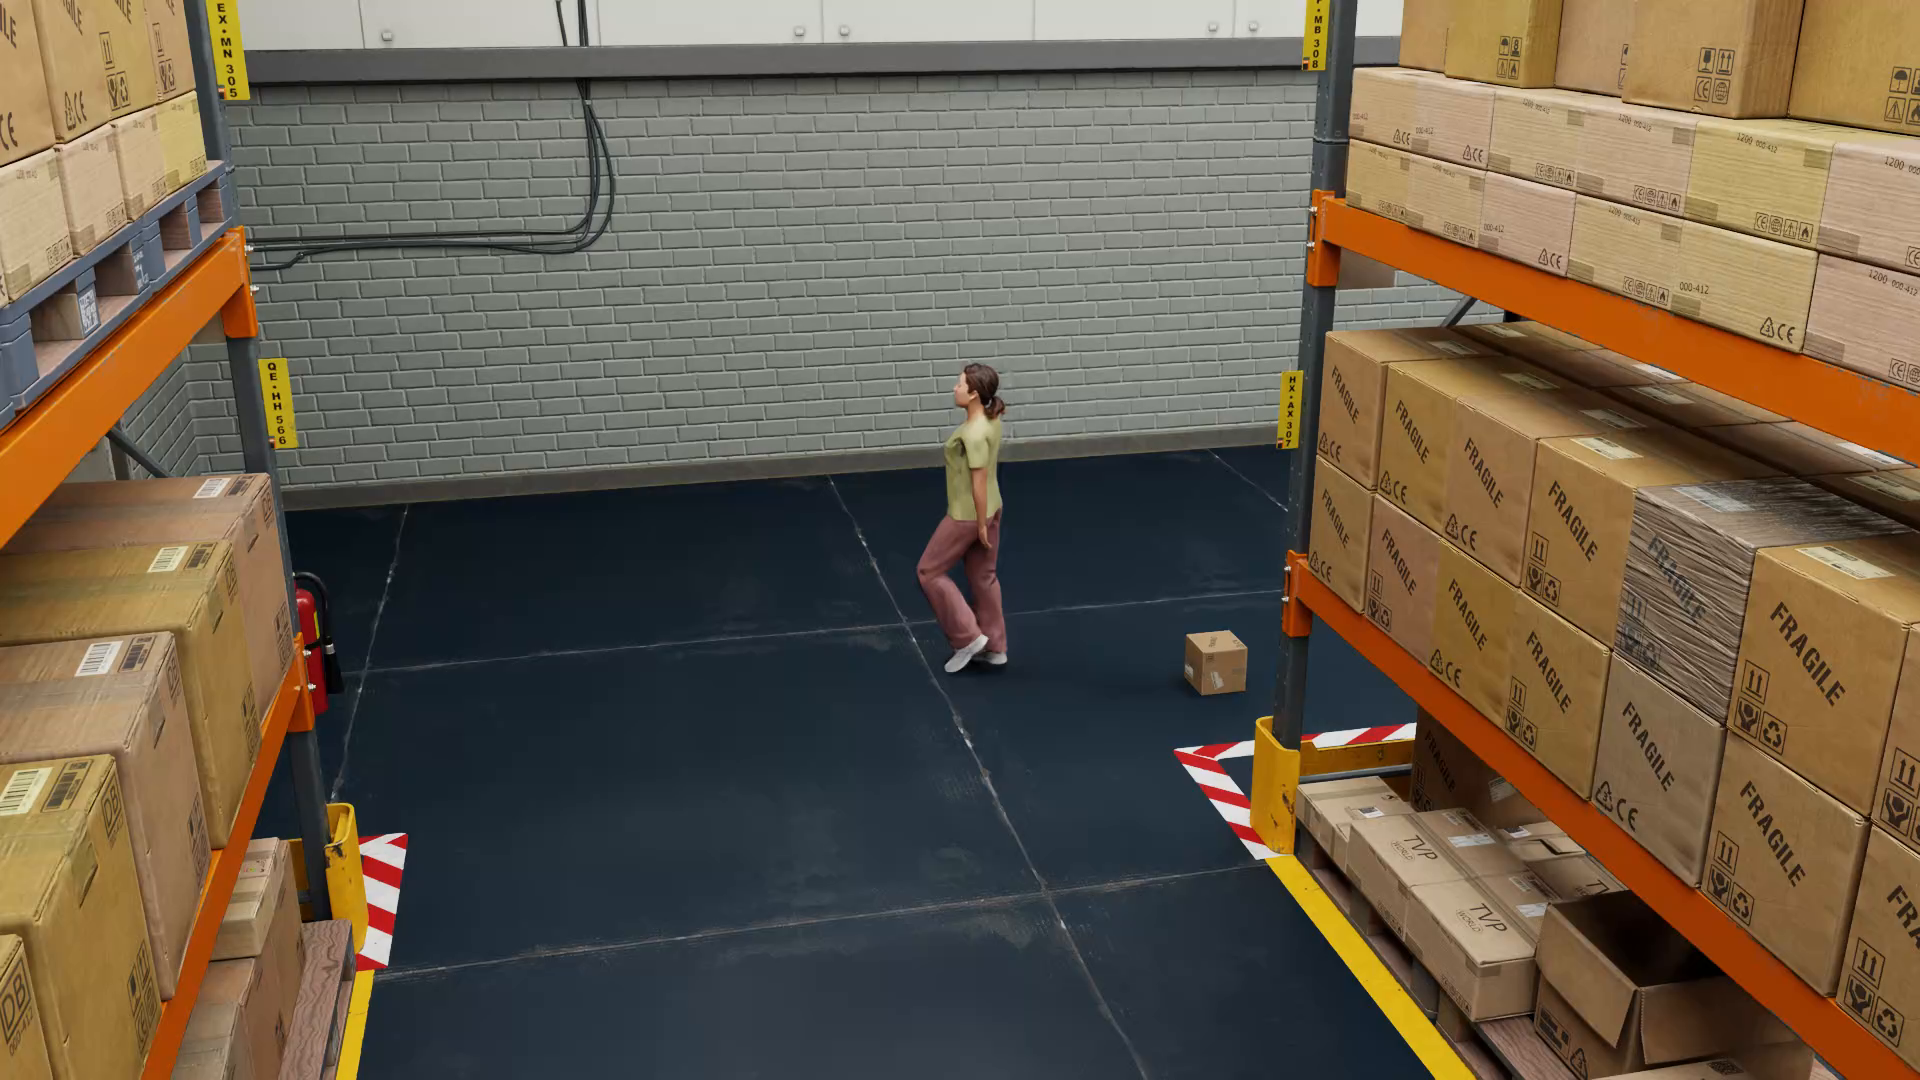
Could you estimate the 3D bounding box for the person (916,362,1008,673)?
[{"bbox_3d":[0.042,-0.113,8.872,0.469,1.692,0.442,7,21,18],"label":"person"}]
